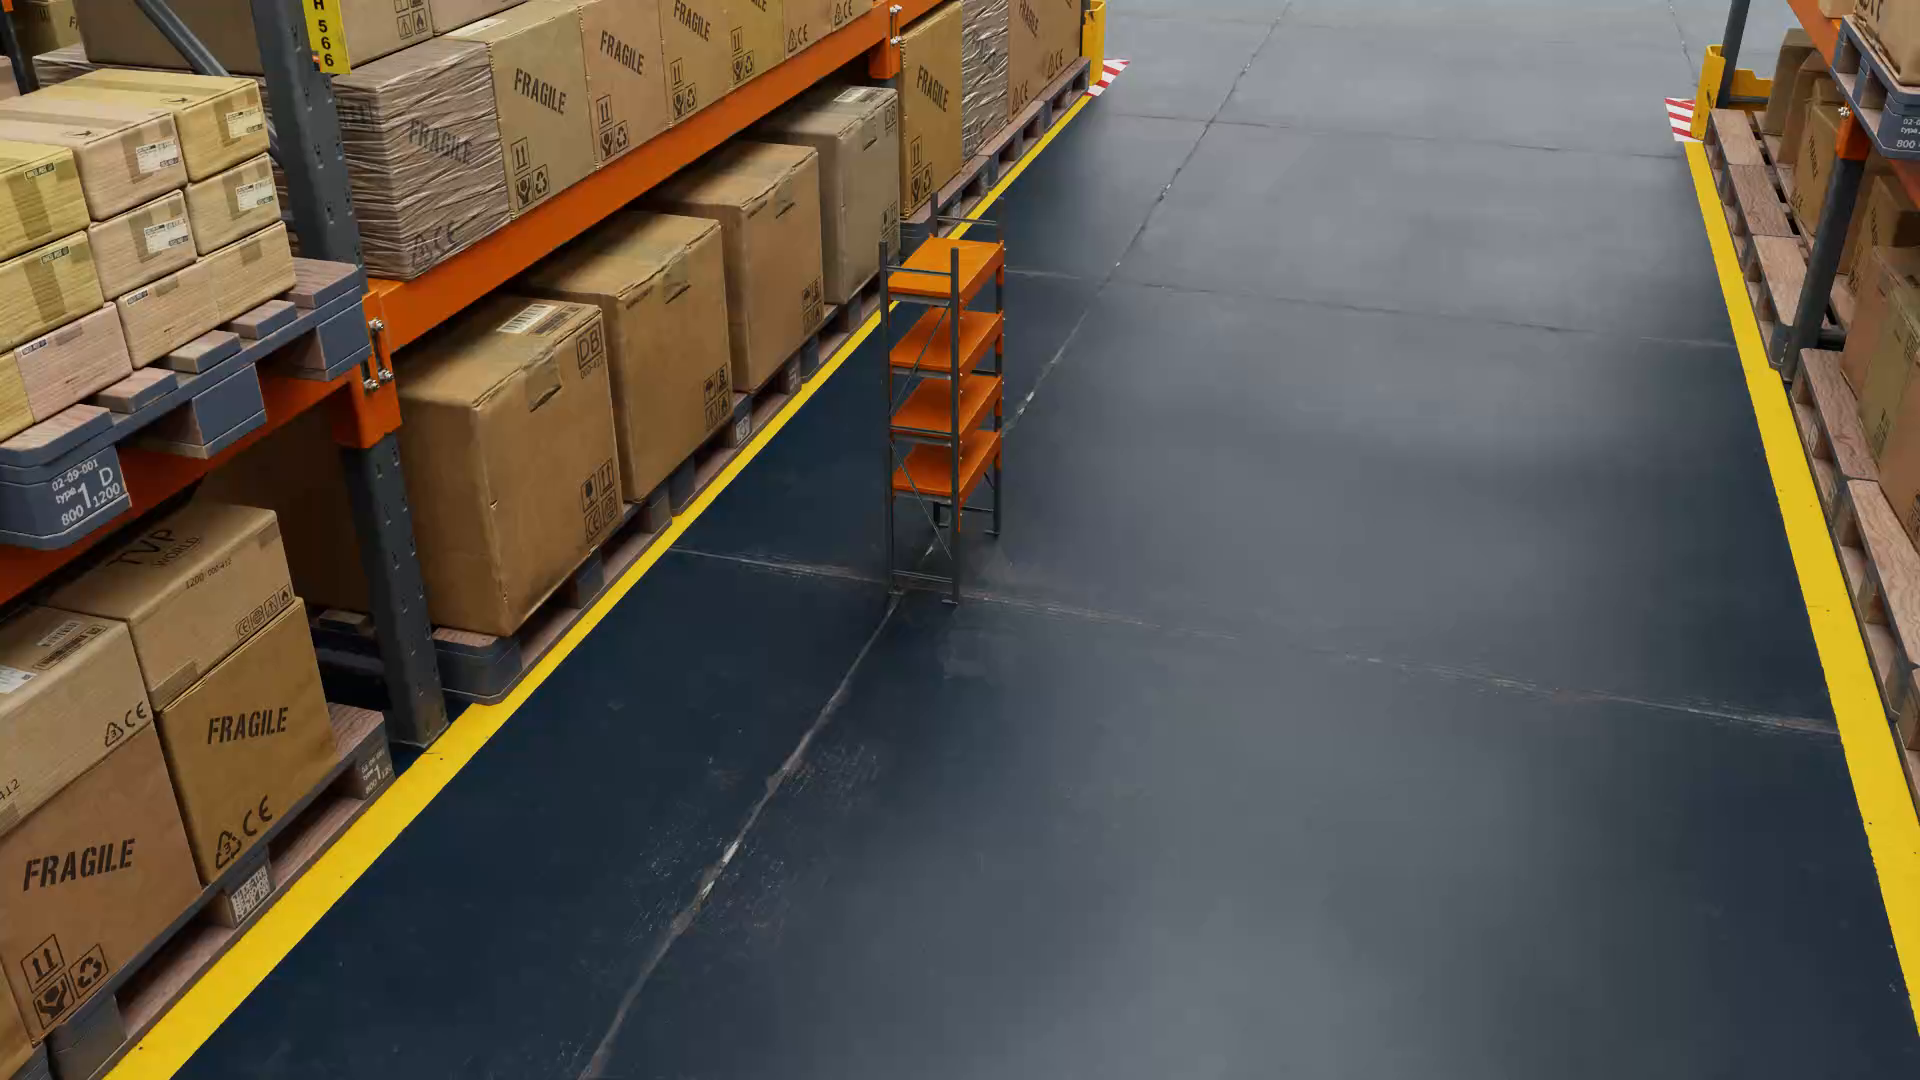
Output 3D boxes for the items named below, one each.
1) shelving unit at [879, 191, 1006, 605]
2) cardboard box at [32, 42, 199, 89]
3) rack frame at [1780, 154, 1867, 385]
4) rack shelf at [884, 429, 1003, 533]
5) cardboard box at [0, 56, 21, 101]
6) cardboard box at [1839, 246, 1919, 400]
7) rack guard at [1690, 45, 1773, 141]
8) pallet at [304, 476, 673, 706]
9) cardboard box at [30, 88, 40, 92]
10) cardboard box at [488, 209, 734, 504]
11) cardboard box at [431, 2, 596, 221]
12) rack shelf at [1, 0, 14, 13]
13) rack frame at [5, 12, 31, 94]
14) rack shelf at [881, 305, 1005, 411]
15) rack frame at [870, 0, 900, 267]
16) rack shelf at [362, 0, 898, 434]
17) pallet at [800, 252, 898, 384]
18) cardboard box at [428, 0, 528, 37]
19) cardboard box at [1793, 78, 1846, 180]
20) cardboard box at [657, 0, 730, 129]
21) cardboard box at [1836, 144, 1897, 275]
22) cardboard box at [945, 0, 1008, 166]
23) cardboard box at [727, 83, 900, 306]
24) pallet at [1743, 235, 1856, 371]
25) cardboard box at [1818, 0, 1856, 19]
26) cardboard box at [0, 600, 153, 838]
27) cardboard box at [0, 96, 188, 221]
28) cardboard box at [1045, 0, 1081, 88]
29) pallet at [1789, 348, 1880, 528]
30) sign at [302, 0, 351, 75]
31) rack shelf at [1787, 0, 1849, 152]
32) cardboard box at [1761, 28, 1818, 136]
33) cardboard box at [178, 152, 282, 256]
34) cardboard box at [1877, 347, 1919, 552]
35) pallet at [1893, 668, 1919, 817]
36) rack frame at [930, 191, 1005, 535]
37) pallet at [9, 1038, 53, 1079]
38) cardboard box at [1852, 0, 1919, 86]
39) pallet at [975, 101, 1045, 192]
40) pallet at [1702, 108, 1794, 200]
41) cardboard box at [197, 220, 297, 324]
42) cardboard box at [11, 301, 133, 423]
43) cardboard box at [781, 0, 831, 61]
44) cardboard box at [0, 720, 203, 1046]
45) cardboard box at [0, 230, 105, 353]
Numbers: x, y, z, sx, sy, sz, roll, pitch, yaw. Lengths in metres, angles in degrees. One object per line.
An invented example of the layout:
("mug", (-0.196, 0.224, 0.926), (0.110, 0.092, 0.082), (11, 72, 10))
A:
("shelving unit", (-0.049, -0.447, 5.320), (0.258, 1.200, 0.503), (8, 30, 15))
("cardboard box", (-2.087, -1.107, 4.551), (0.500, 0.500, 0.500), (8, 30, 15))
("rack frame", (3.924, -1.920, 6.115), (1.000, 3.000, 0.127), (8, 30, 15))
("rack shelf", (-0.049, -0.215, 5.449), (0.258, 0.148, 0.480), (8, 30, 15))
("cardboard box", (-2.285, -0.960, 3.605), (0.380, 0.149, 0.250), (9, 30, 15))
("cardboard box", (3.723, -0.737, 6.108), (0.700, 0.500, 0.500), (6, 30, 11))
("rack guard", (5.075, -2.651, 10.001), (1.175, 0.500, 0.348), (8, 30, 15))
("pallet", (-1.659, 0.048, 5.447), (1.003, 0.211, 1.213), (8, 30, 15))
("cardboard box", (-5.119, -2.551, 9.647), (0.500, 0.250, 0.500), (7, 30, 13))
("cardboard box", (-1.444, -0.693, 5.792), (1.050, 0.750, 0.750), (9, 30, 16))
("cardboard box", (-1.426, -1.266, 4.837), (0.500, 0.500, 0.500), (8, 30, 14))
("rack shelf", (-4.963, -3.949, 10.503), (1.077, 0.370, 4.000), (8, 30, 15))
("rack frame", (-5.550, -3.334, 8.657), (1.000, 3.000, 0.127), (8, 30, 15))
("rack shelf", (-0.049, -0.584, 5.244), (0.258, 0.148, 0.480), (8, 30, 15))
("rack frame", (-0.788, -2.674, 7.472), (1.000, 3.000, 0.127), (8, 30, 15))
("rack shelf", (-1.375, -1.430, 5.976), (1.077, 0.370, 4.000), (8, 30, 15))
("pallet", (-0.943, -1.086, 7.486), (1.003, 0.211, 1.213), (8, 30, 15))
("cardboard box", (-1.674, -1.738, 4.658), (0.700, 0.500, 0.500), (8, 30, 14))
("cardboard box", (4.554, -2.011, 8.419), (0.500, 0.500, 0.500), (11, 31, 20))
("cardboard box", (-1.129, -1.731, 5.674), (0.500, 0.500, 0.500), (8, 30, 14))
("cardboard box", (4.240, -1.458, 7.425), (0.500, 0.500, 0.500), (19, 34, 30))
("cardboard box", (-0.276, -2.631, 9.148), (0.875, 0.875, 0.875), (9, 30, 15))
("cardboard box", (-0.884, -1.573, 7.375), (1.050, 0.750, 0.750), (8, 30, 15))
("pallet", (4.087, -1.018, 7.363), (1.003, 0.211, 1.213), (8, 30, 15))
("cardboard box", (3.886, -2.306, 7.068), (0.380, 0.149, 0.250), (8, 30, 15))
("cardboard box", (-2.050, 0.357, 3.390), (0.500, 0.250, 0.500), (9, 30, 16))
("cardboard box", (-1.744, -0.740, 3.208), (0.380, 0.149, 0.250), (8, 30, 14))
("cardboard box", (0.250, -3.464, 10.644), (0.875, 0.875, 0.875), (9, 30, 15))
("pallet", (3.696, -0.339, 6.142), (1.003, 0.211, 1.213), (8, 30, 15))
("sign", (-1.441, -1.214, 3.737), (0.100, 0.325, 0.005), (8, 30, 15))
("rack shelf", (4.511, -2.535, 7.961), (1.077, 0.370, 4.000), (8, 30, 15))
("cardboard box", (4.898, -2.582, 9.445), (0.500, 0.500, 0.500), (14, 32, 24))
("cardboard box", (-1.672, -0.725, 3.487), (0.380, 0.149, 0.250), (9, 30, 16))
("cardboard box", (3.401, -0.258, 5.247), (0.700, 0.500, 0.500), (6, 30, 11))
("pallet", (2.980, 0.795, 4.104), (1.003, 0.211, 1.213), (8, 30, 15))
("rack frame", (0.023, -0.561, 5.524), (0.240, 1.200, 0.015), (8, 30, 15))
("pallet", (-2.553, 1.331, 3.140), (1.003, 0.211, 1.213), (8, 30, 15))
("cardboard box", (3.557, -2.016, 5.239), (1.000, 1.000, 1.000), (9, 30, 15))
("pallet", (-0.134, -2.367, 9.787), (1.003, 0.211, 1.213), (8, 30, 15))
("pallet", (4.803, -2.152, 9.401), (1.003, 0.211, 1.213), (8, 30, 15))
("cardboard box", (-1.668, -0.594, 3.559), (0.380, 0.149, 0.250), (9, 30, 16))
("cardboard box", (-1.817, -0.360, 3.137), (0.380, 0.149, 0.250), (9, 30, 16))
("cardboard box", (-0.834, -2.203, 6.521), (0.500, 0.500, 0.500), (8, 30, 14))
("cardboard box", (-2.062, 0.677, 3.586), (0.500, 0.500, 0.500), (10, 31, 17))
("cardboard box", (-1.824, -0.478, 3.043), (0.380, 0.149, 0.250), (9, 30, 16))
